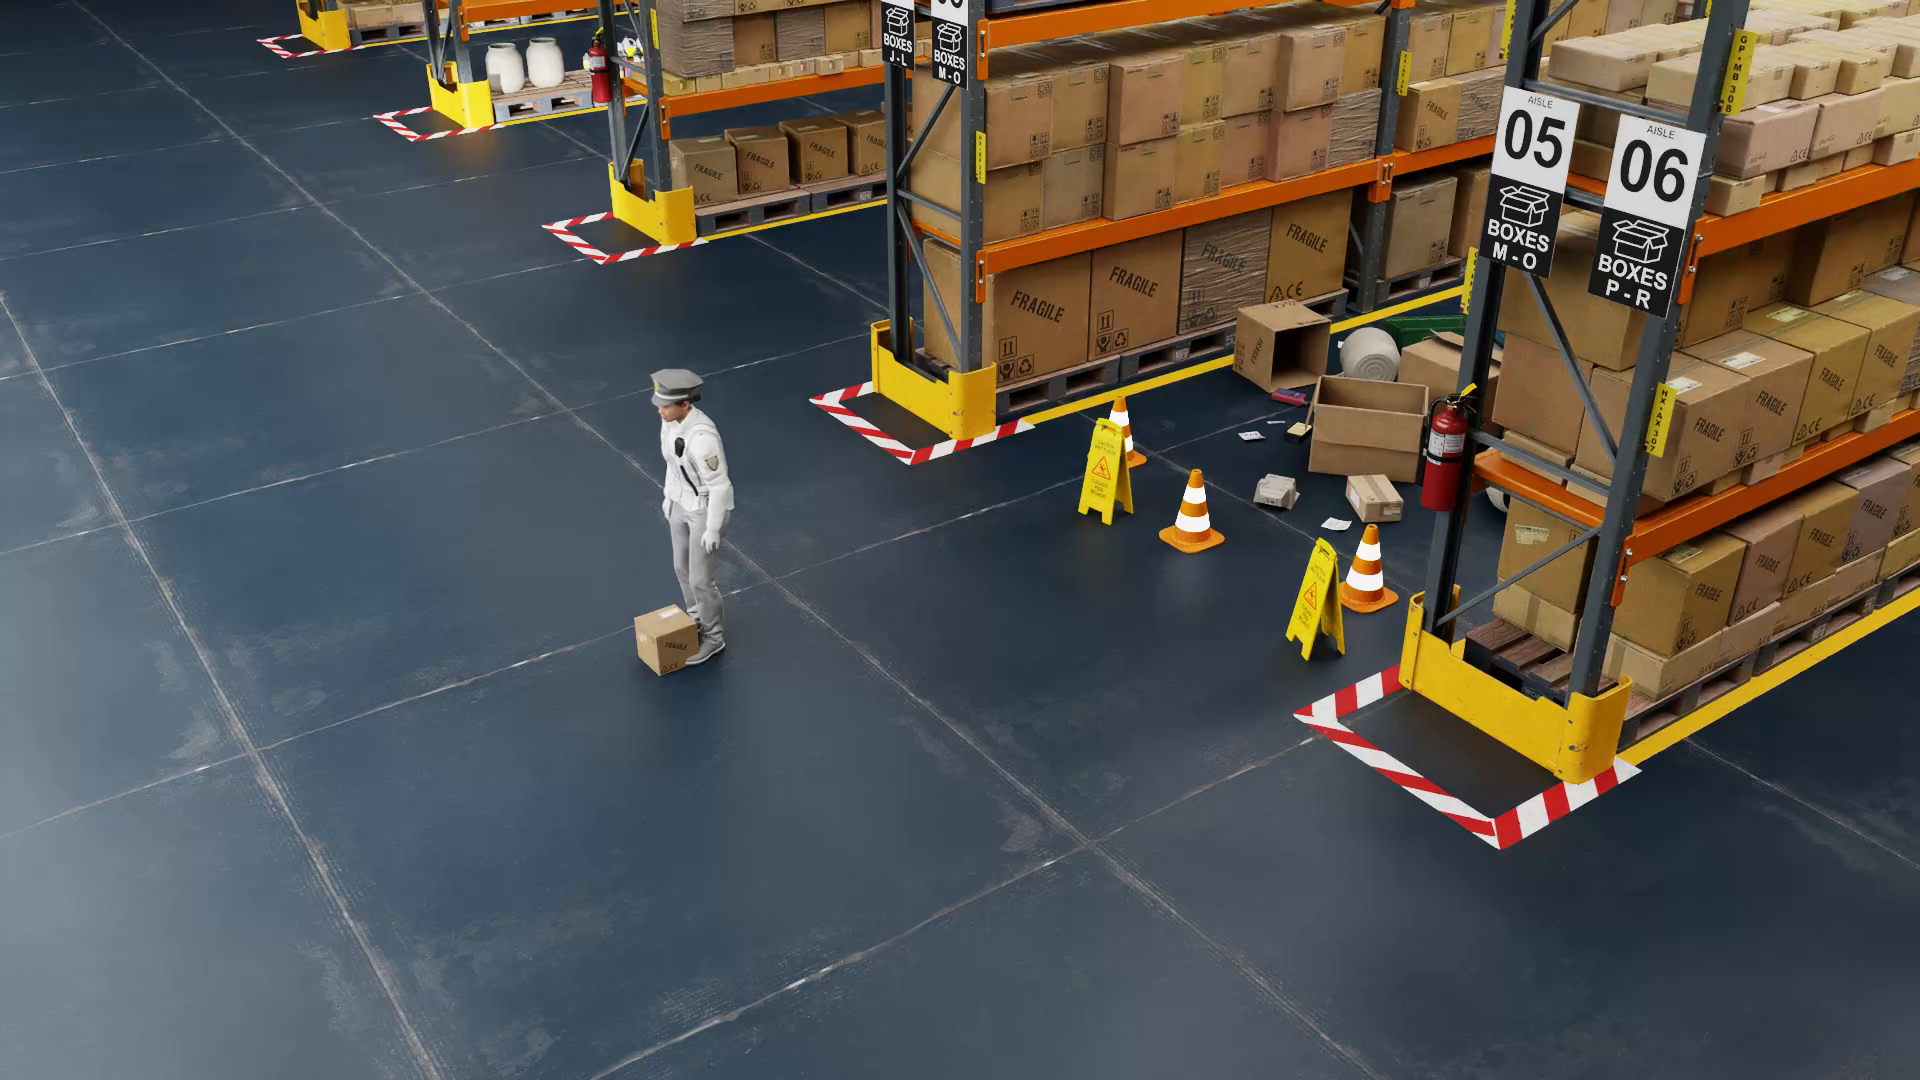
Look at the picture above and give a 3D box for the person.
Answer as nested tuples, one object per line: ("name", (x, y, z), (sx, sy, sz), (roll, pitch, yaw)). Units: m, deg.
("person", (-1.423, -0.137, 8.870), (0.405, 1.663, 0.537), (-20, 34, -31))
